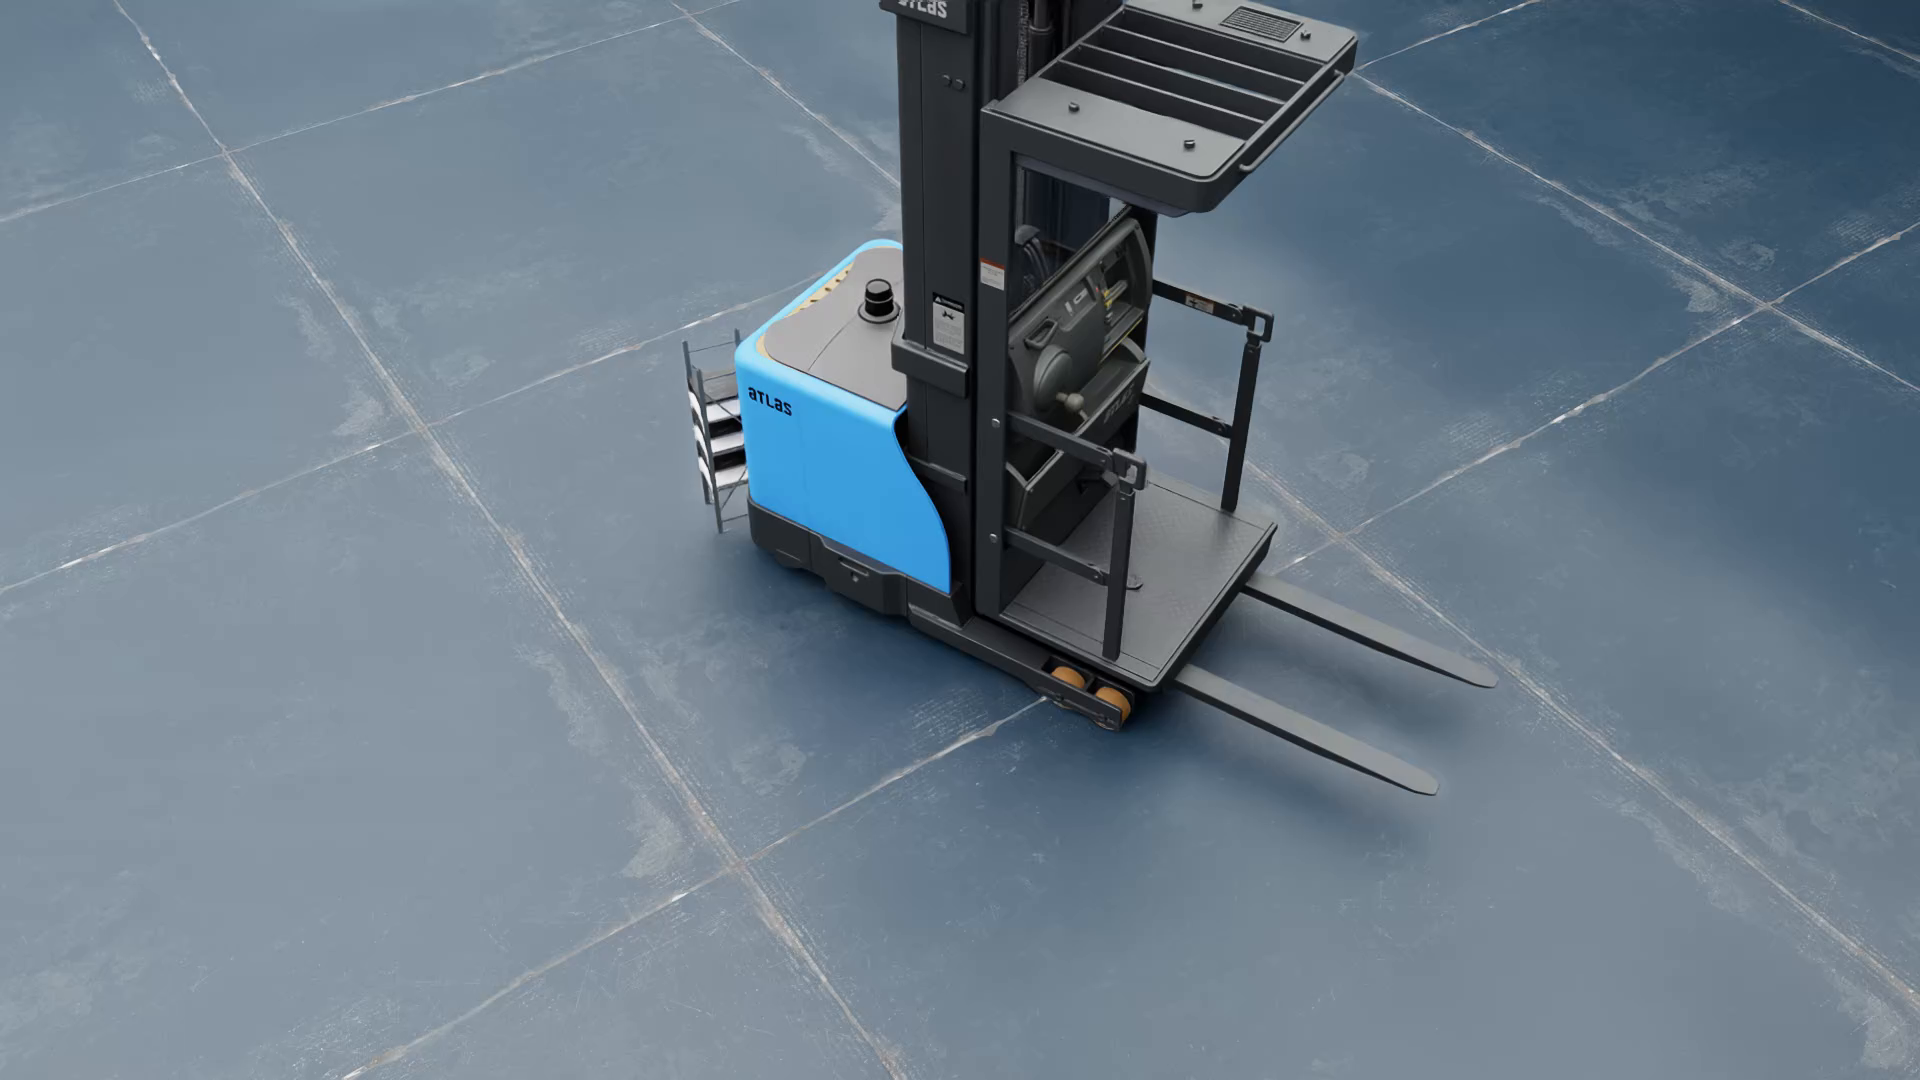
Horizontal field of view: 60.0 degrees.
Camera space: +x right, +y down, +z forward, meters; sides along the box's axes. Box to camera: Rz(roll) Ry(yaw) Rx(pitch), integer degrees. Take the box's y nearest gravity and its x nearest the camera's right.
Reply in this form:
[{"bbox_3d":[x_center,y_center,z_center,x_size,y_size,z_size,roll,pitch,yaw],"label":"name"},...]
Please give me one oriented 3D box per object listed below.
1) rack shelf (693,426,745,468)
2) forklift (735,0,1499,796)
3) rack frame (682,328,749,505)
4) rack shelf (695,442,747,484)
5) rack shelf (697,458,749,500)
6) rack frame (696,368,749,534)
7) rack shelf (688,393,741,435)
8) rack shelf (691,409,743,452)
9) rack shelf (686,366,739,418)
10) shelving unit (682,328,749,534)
[{"bbox_3d":[-0.984,-0.427,7.085,0.258,0.077,0.200,-16,46,-16],"label":"rack shelf"},{"bbox_3d":[0.616,-0.747,5.901,3.031,2.935,1.130,24,49,23],"label":"forklift"},{"bbox_3d":[-1.023,-0.516,7.130,0.240,0.900,0.006,-16,46,-16],"label":"rack frame"},{"bbox_3d":[-0.984,-0.362,7.147,0.258,0.077,0.200,-16,46,-16],"label":"rack shelf"},{"bbox_3d":[-0.984,-0.297,7.209,0.258,0.077,0.200,-16,46,-16],"label":"rack shelf"},{"bbox_3d":[-0.945,-0.386,6.994,0.240,0.900,0.006,-16,46,-16],"label":"rack frame"},{"bbox_3d":[-0.984,-0.557,6.961,0.258,0.077,0.200,-16,46,-16],"label":"rack shelf"},{"bbox_3d":[-0.984,-0.492,7.023,0.258,0.077,0.200,-16,46,-16],"label":"rack shelf"},{"bbox_3d":[-0.984,-0.622,6.898,0.258,0.077,0.200,-16,46,-16],"label":"rack shelf"},{"bbox_3d":[-0.984,-0.451,7.062,0.258,0.900,0.210,-16,46,-16],"label":"shelving unit"}]
